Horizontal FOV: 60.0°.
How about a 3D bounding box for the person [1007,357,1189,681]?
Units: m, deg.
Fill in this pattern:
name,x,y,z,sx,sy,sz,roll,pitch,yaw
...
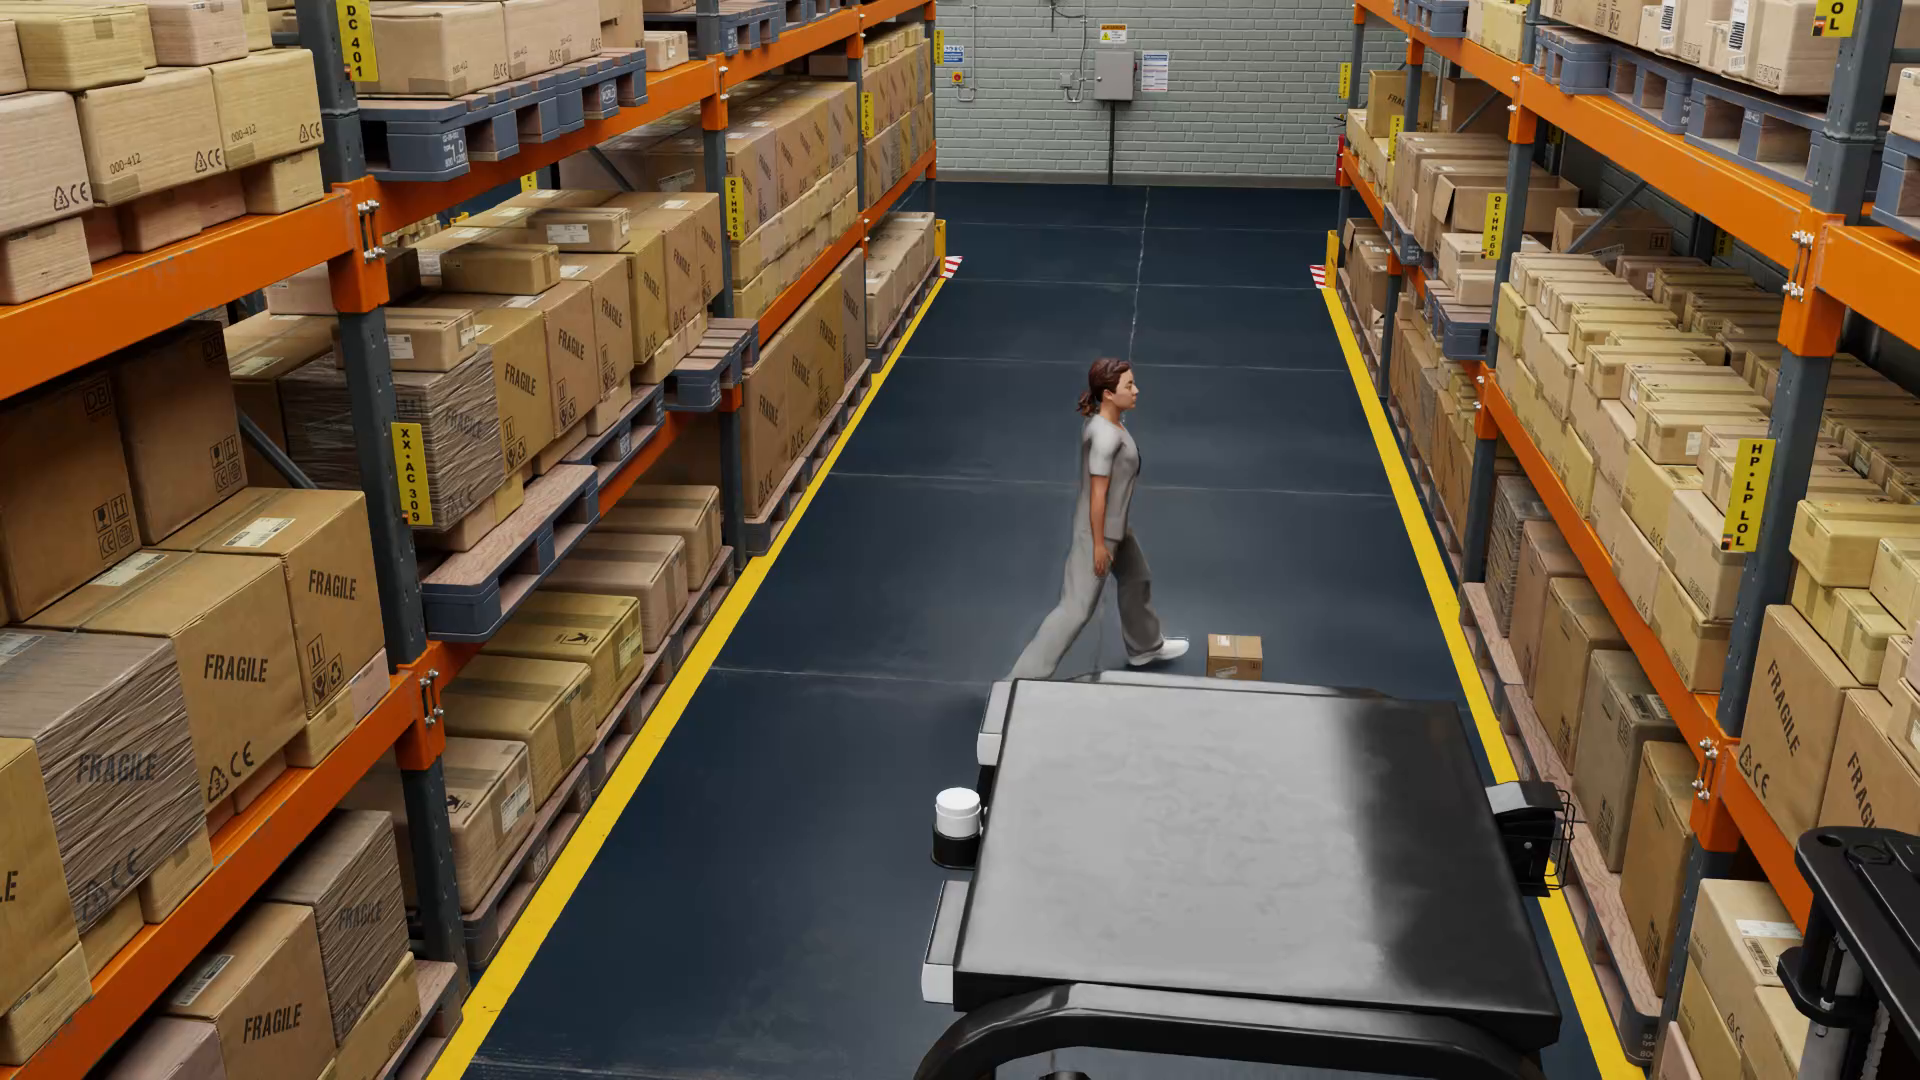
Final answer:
name,x,y,z,sx,sy,sz,roll,pitch,yaw
person,0.664,-0.031,7.710,0.873,1.622,0.834,2,21,6
